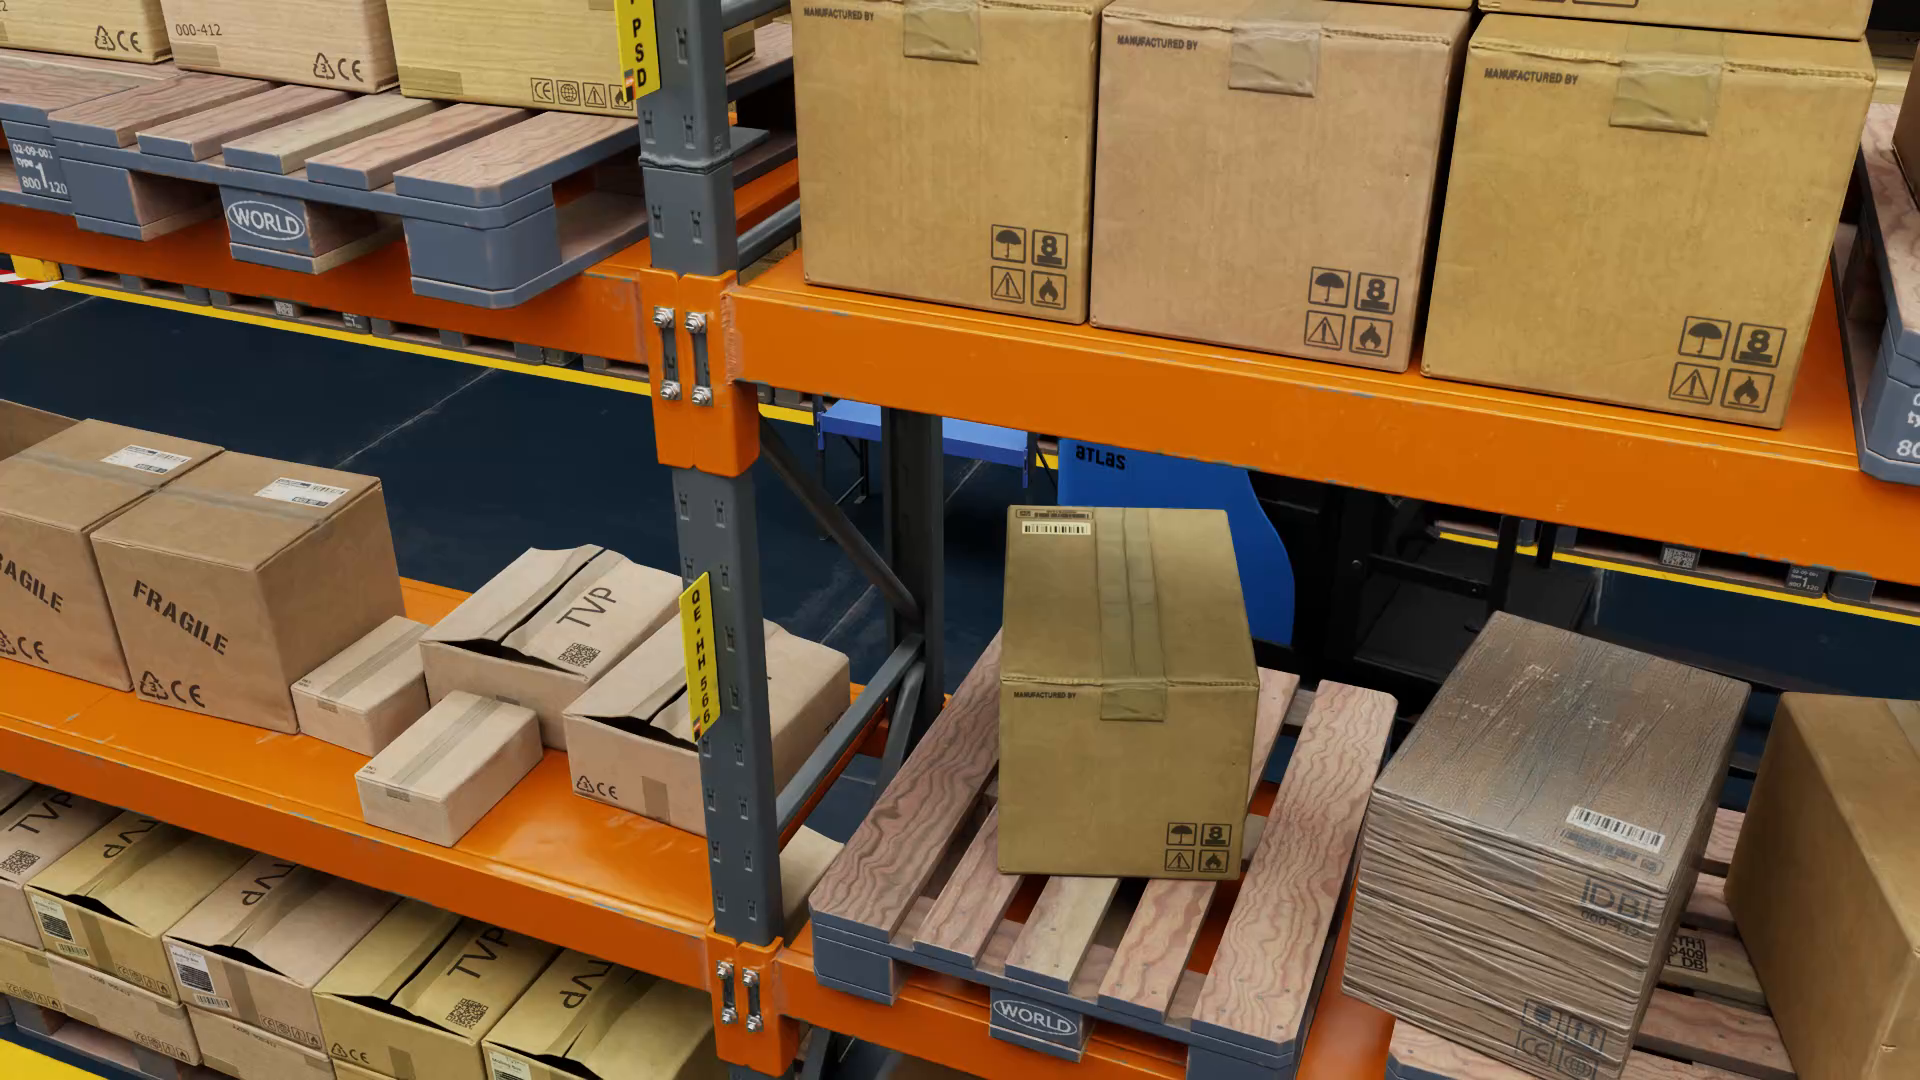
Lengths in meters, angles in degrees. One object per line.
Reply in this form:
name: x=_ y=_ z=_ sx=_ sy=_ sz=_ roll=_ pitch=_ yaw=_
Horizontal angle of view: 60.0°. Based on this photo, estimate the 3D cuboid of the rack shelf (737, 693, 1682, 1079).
rack shelf: x=1.570 y=1.156 z=3.387 sx=4.000 sy=0.370 sz=1.077 roll=11 pitch=31 yaw=19

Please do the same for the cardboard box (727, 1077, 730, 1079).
cardboard box: x=-0.862 y=1.501 z=4.413 sx=0.500 sy=0.250 sz=0.500 roll=12 pitch=32 yaw=20

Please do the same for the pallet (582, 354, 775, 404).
pallet: x=-1.409 y=-1.169 z=9.603 sx=1.213 sy=0.211 sz=1.003 roll=11 pitch=31 yaw=19

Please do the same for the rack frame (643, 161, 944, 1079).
rack frame: x=-0.283 y=0.473 z=3.864 sx=0.127 sy=3.000 sz=1.000 roll=11 pitch=31 yaw=19

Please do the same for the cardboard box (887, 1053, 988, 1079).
cardboard box: x=0.031 y=1.584 z=3.992 sx=0.500 sy=0.500 sz=0.500 roll=13 pitch=32 yaw=21

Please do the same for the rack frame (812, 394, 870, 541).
rack frame: x=-0.550 y=-0.763 z=7.575 sx=0.032 sy=1.500 sz=0.500 roll=11 pitch=31 yaw=19

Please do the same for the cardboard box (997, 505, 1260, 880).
cardboard box: x=0.343 y=0.312 z=3.621 sx=0.500 sy=0.500 sz=0.700 roll=1 pitch=30 yaw=2

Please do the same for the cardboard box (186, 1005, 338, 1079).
cardboard box: x=-1.806 y=1.313 z=4.746 sx=0.500 sy=0.250 sz=0.500 roll=12 pitch=32 yaw=20

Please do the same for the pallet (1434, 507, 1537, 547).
pallet: x=2.278 y=-0.392 z=8.229 sx=1.213 sy=0.211 sz=1.003 roll=11 pitch=31 yaw=19

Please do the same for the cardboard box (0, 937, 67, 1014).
cardboard box: x=-2.755 y=1.125 z=5.079 sx=0.500 sy=0.250 sz=0.500 roll=10 pitch=31 yaw=18

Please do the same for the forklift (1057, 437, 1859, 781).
forklift: x=1.915 y=-0.704 z=6.016 sx=3.031 sy=2.935 sz=1.130 roll=16 pitch=33 yaw=25

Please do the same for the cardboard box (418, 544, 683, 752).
cardboard box: x=-1.039 y=0.258 z=4.335 sx=0.500 sy=0.311 sz=0.500 roll=11 pitch=31 yaw=19

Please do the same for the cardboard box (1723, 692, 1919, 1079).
cardboard box: x=1.763 y=0.688 z=2.956 sx=0.500 sy=0.500 sz=0.700 roll=4 pitch=30 yaw=6

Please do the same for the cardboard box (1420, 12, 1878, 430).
cardboard box: x=1.088 y=-0.620 z=2.649 sx=0.500 sy=0.500 sz=0.910 roll=11 pitch=31 yaw=19

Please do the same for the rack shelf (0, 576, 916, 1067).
rack shelf: x=-2.136 y=0.416 z=4.696 sx=4.000 sy=0.370 sz=1.077 roll=11 pitch=31 yaw=19

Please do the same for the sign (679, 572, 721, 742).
sign: x=-0.489 y=0.223 z=3.131 sx=0.005 sy=0.325 sz=0.100 roll=11 pitch=31 yaw=19

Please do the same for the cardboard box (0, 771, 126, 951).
cardboard box: x=-2.758 y=0.883 z=4.936 sx=0.500 sy=0.311 sz=0.500 roll=10 pitch=31 yaw=17

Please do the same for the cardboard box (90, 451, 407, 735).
cardboard box: x=-1.844 y=0.127 z=4.376 sx=0.500 sy=0.500 sz=0.500 roll=10 pitch=31 yaw=16

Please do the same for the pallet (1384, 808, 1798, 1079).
pallet: x=1.521 y=0.914 z=3.279 sx=1.213 sy=0.211 sz=1.003 roll=11 pitch=31 yaw=19

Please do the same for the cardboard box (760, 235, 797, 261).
cardboard box: x=-1.033 y=-1.747 z=9.124 sx=0.500 sy=0.250 sz=0.500 roll=11 pitch=31 yaw=18

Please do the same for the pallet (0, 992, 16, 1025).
pallet: x=-3.292 y=1.066 z=5.650 sx=1.213 sy=0.211 sz=1.003 roll=11 pitch=31 yaw=19

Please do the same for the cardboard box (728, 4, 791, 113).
cardboard box: x=-1.157 y=-2.545 z=8.655 sx=0.500 sy=0.500 sz=0.700 roll=15 pitch=33 yaw=24

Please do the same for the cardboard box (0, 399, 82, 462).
cardboard box: x=-2.796 y=-0.063 z=4.712 sx=0.500 sy=0.500 sz=0.500 roll=14 pitch=32 yaw=23

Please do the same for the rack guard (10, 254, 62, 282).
rack guard: x=-5.767 y=-2.164 z=11.070 sx=0.348 sy=0.500 sz=1.175 roll=11 pitch=31 yaw=19

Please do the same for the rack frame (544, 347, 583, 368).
rack frame: x=-2.130 y=-2.526 z=9.171 sx=0.127 sy=3.000 sz=1.000 roll=11 pitch=31 yaw=19

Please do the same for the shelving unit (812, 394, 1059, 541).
shelving unit: x=-0.079 y=-0.669 z=7.409 sx=1.048 sy=1.500 sz=0.538 roll=11 pitch=31 yaw=19

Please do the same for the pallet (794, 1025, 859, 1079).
pallet: x=-1.031 y=1.517 z=4.851 sx=1.213 sy=0.211 sz=1.003 roll=11 pitch=31 yaw=19

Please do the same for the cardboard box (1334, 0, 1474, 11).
cardboard box: x=0.591 y=-1.134 z=2.541 sx=0.500 sy=0.500 sz=0.500 roll=11 pitch=31 yaw=19

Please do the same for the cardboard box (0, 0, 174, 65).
cardboard box: x=-1.743 y=-1.208 z=3.516 sx=0.500 sy=0.250 sz=0.500 roll=11 pitch=31 yaw=18

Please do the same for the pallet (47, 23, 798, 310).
pallet: x=-0.945 y=-0.835 z=3.323 sx=1.003 sy=0.211 sz=1.213 roll=13 pitch=32 yaw=21

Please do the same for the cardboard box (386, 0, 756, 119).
cardboard box: x=-0.725 y=-1.008 z=3.163 sx=0.500 sy=0.250 sz=0.500 roll=9 pitch=31 yaw=15

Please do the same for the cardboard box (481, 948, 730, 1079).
cardboard box: x=-0.861 y=1.259 z=4.272 sx=0.500 sy=0.311 sz=0.500 roll=12 pitch=32 yaw=20

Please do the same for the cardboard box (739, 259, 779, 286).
cardboard box: x=-0.945 y=-1.428 z=9.322 sx=0.500 sy=0.500 sz=0.700 roll=11 pitch=31 yaw=18

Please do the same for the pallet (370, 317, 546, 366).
pallet: x=-2.766 y=-1.420 z=10.048 sx=1.213 sy=0.211 sz=1.003 roll=11 pitch=31 yaw=19

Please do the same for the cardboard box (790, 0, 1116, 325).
cardboard box: x=0.134 y=-0.811 z=2.986 sx=0.500 sy=0.500 sz=0.910 roll=11 pitch=31 yaw=19

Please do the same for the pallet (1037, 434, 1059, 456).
pallet: x=0.852 y=-0.717 z=8.805 sx=1.213 sy=0.211 sz=1.003 roll=11 pitch=31 yaw=19

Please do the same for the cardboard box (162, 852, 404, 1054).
cardboard box: x=-1.812 y=1.071 z=4.605 sx=0.500 sy=0.311 sz=0.500 roll=11 pitch=31 yaw=19
